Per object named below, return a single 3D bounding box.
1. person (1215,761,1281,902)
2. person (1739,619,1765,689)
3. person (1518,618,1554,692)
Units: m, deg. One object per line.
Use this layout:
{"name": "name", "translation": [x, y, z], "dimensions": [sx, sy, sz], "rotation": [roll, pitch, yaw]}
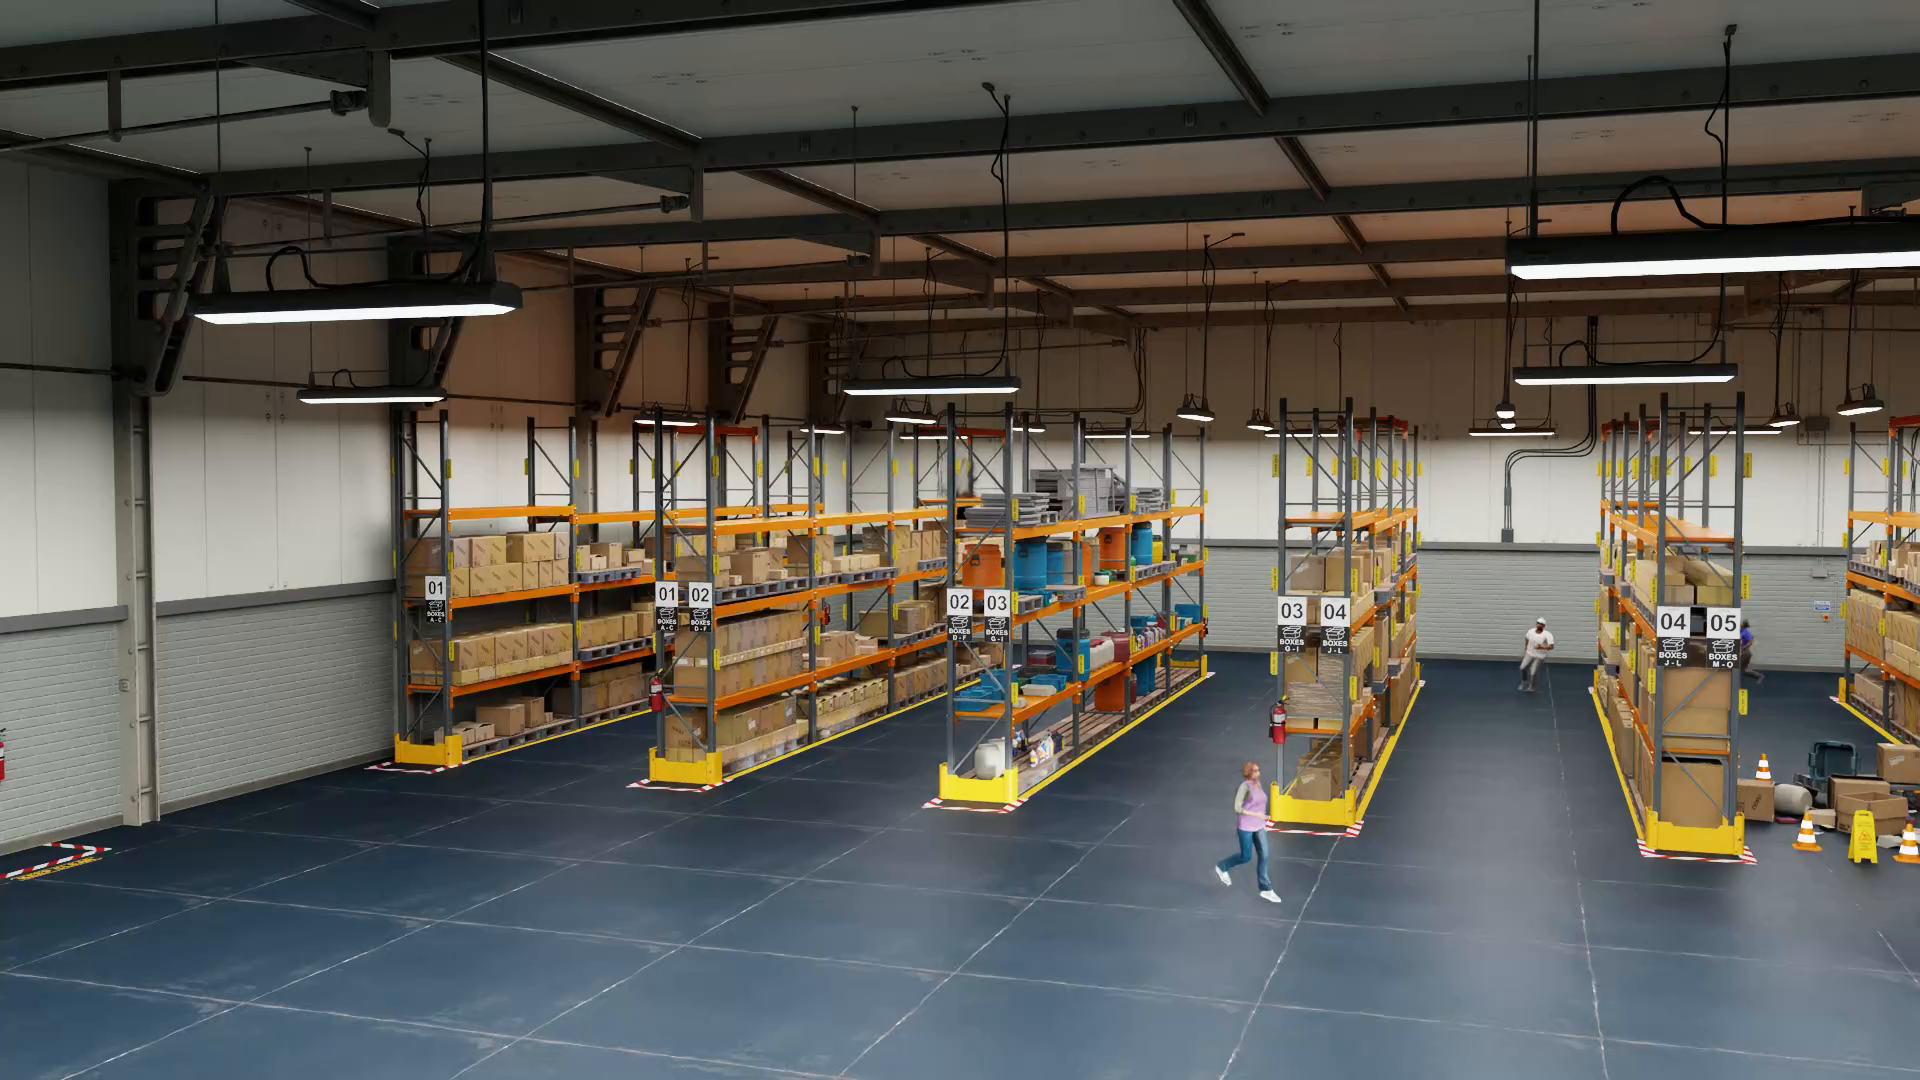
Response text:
{"name": "person", "translation": [3.360, 3.364, 19.366], "dimensions": [0.547, 1.593, 0.883], "rotation": [-2, 3, -43]}
{"name": "person", "translation": [17.711, 2.600, 37.398], "dimensions": [0.757, 1.648, 0.586], "rotation": [1, 3, 20]}
{"name": "person", "translation": [12.810, 2.565, 36.981], "dimensions": [0.773, 1.672, 0.632], "rotation": [2, 3, 43]}
